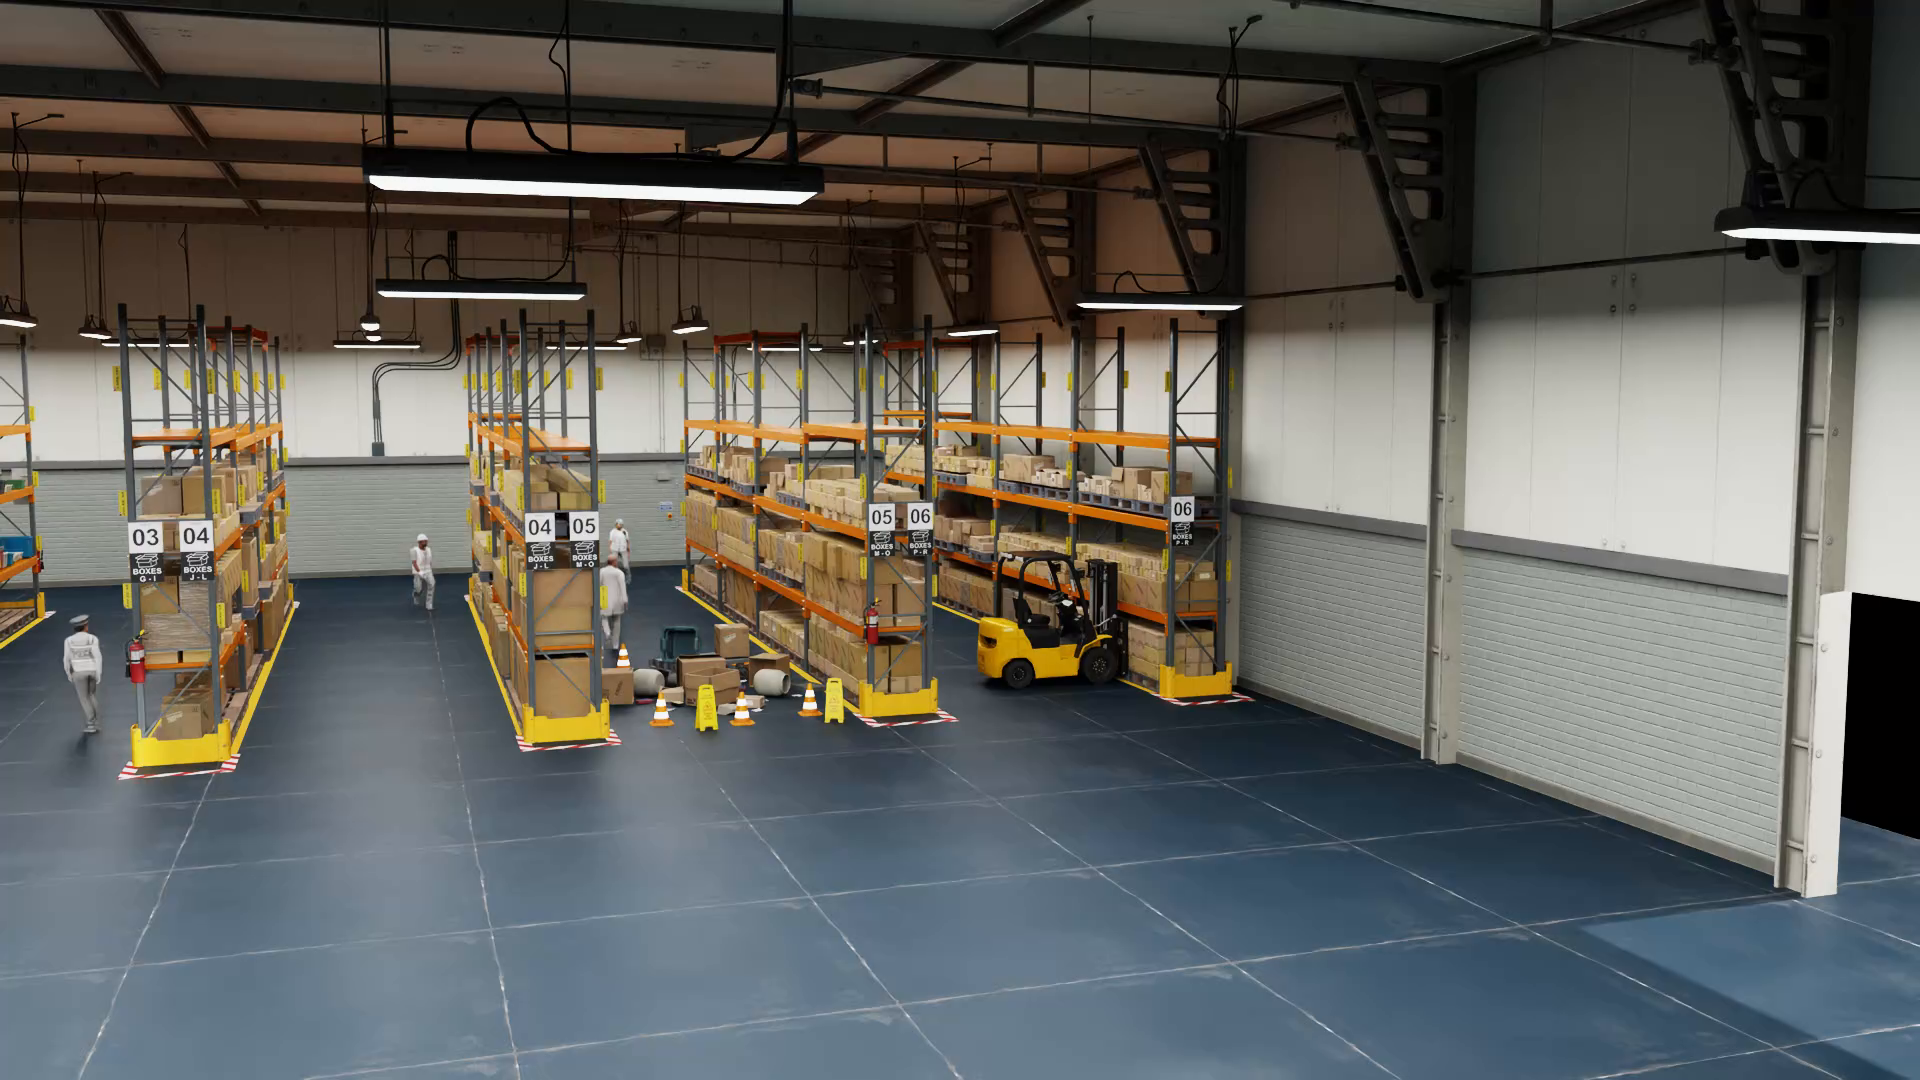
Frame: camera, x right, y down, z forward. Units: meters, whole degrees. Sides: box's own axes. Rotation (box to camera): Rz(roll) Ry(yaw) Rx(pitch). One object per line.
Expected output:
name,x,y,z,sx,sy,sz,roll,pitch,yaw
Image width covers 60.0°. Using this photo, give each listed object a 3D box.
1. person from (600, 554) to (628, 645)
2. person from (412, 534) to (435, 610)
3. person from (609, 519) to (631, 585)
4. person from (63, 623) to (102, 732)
person,-6.516,1.116,31.067,0.612,1.693,0.539,-2,6,-16
person,-11.816,0.703,36.738,0.558,1.659,0.824,-5,7,-40
person,-8.409,0.317,41.067,0.504,1.678,0.511,-1,5,-8
person,-12.493,1.957,23.746,0.521,1.697,0.476,4,7,36
